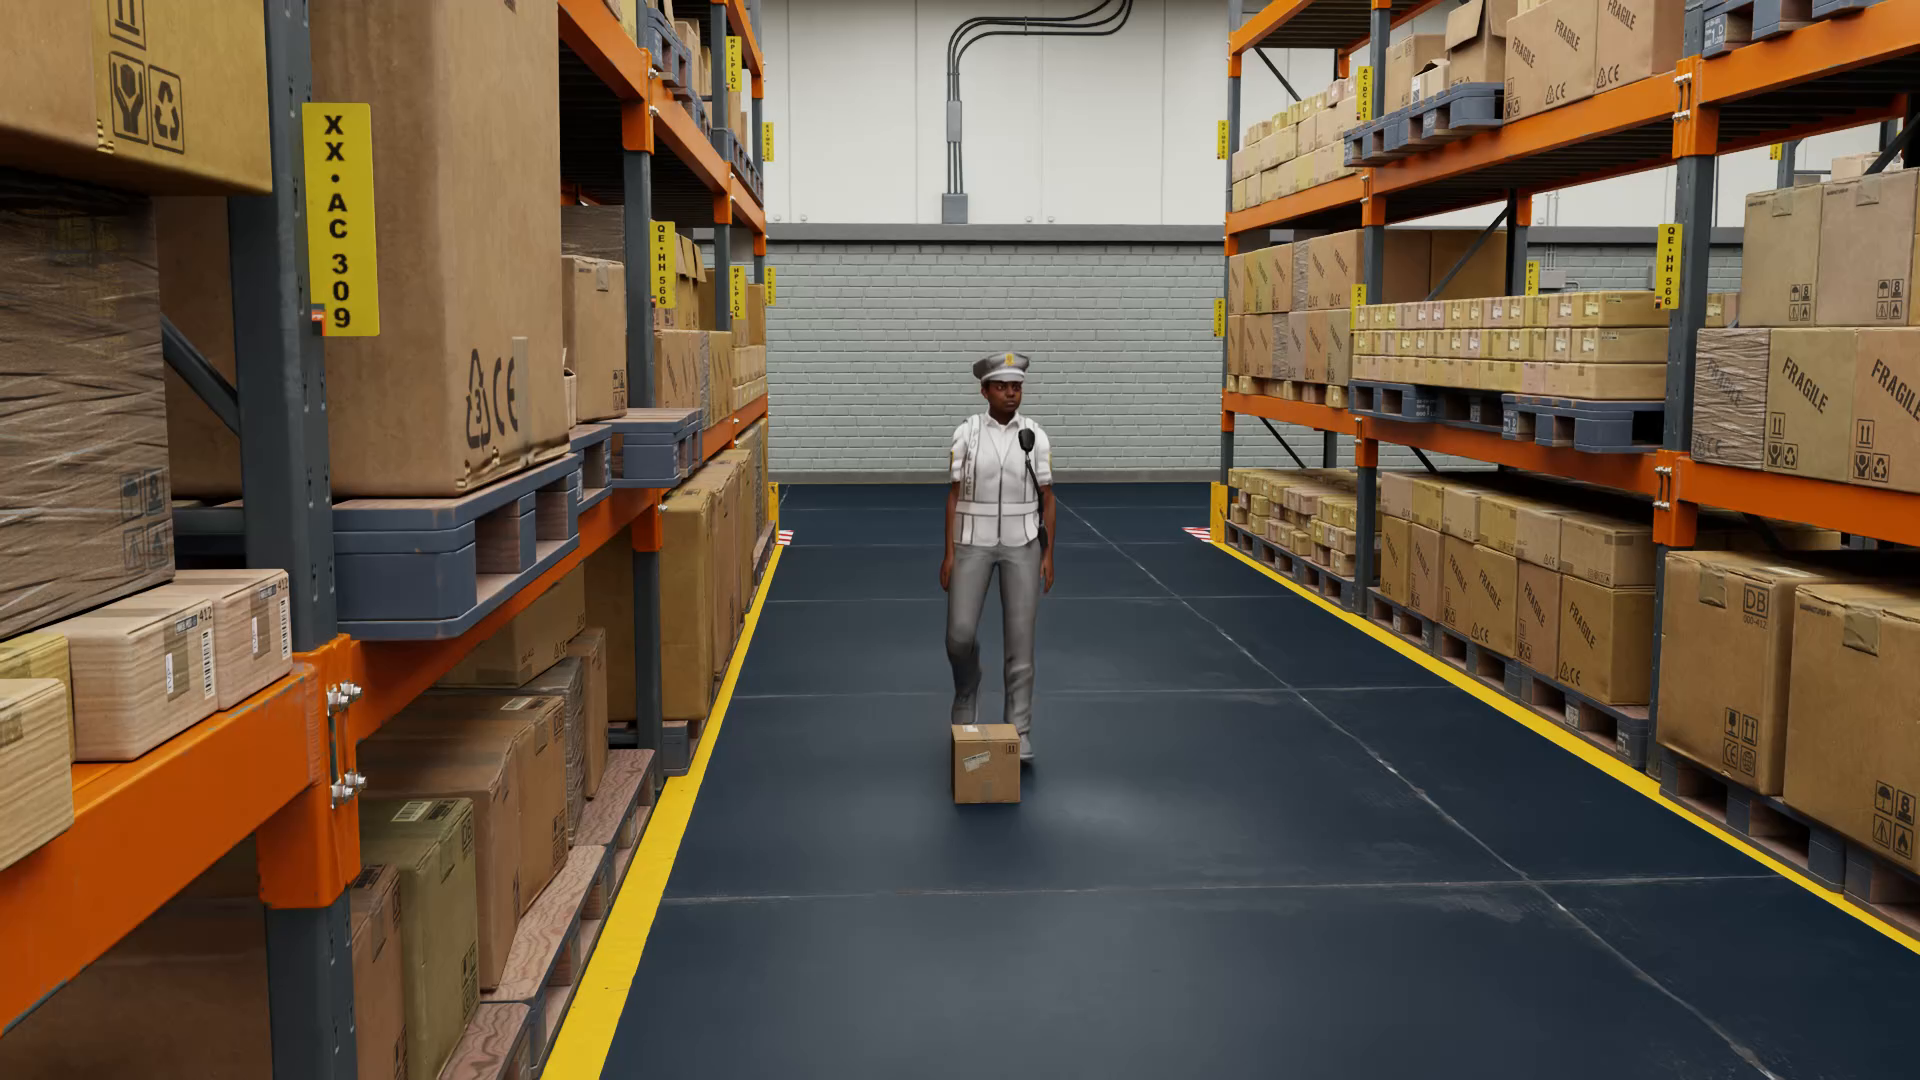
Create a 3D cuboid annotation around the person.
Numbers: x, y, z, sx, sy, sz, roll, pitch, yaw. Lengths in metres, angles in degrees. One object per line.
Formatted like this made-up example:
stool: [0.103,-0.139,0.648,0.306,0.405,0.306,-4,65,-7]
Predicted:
person: [0.163,0.050,7.013,0.496,1.683,0.583,0,7,-2]
